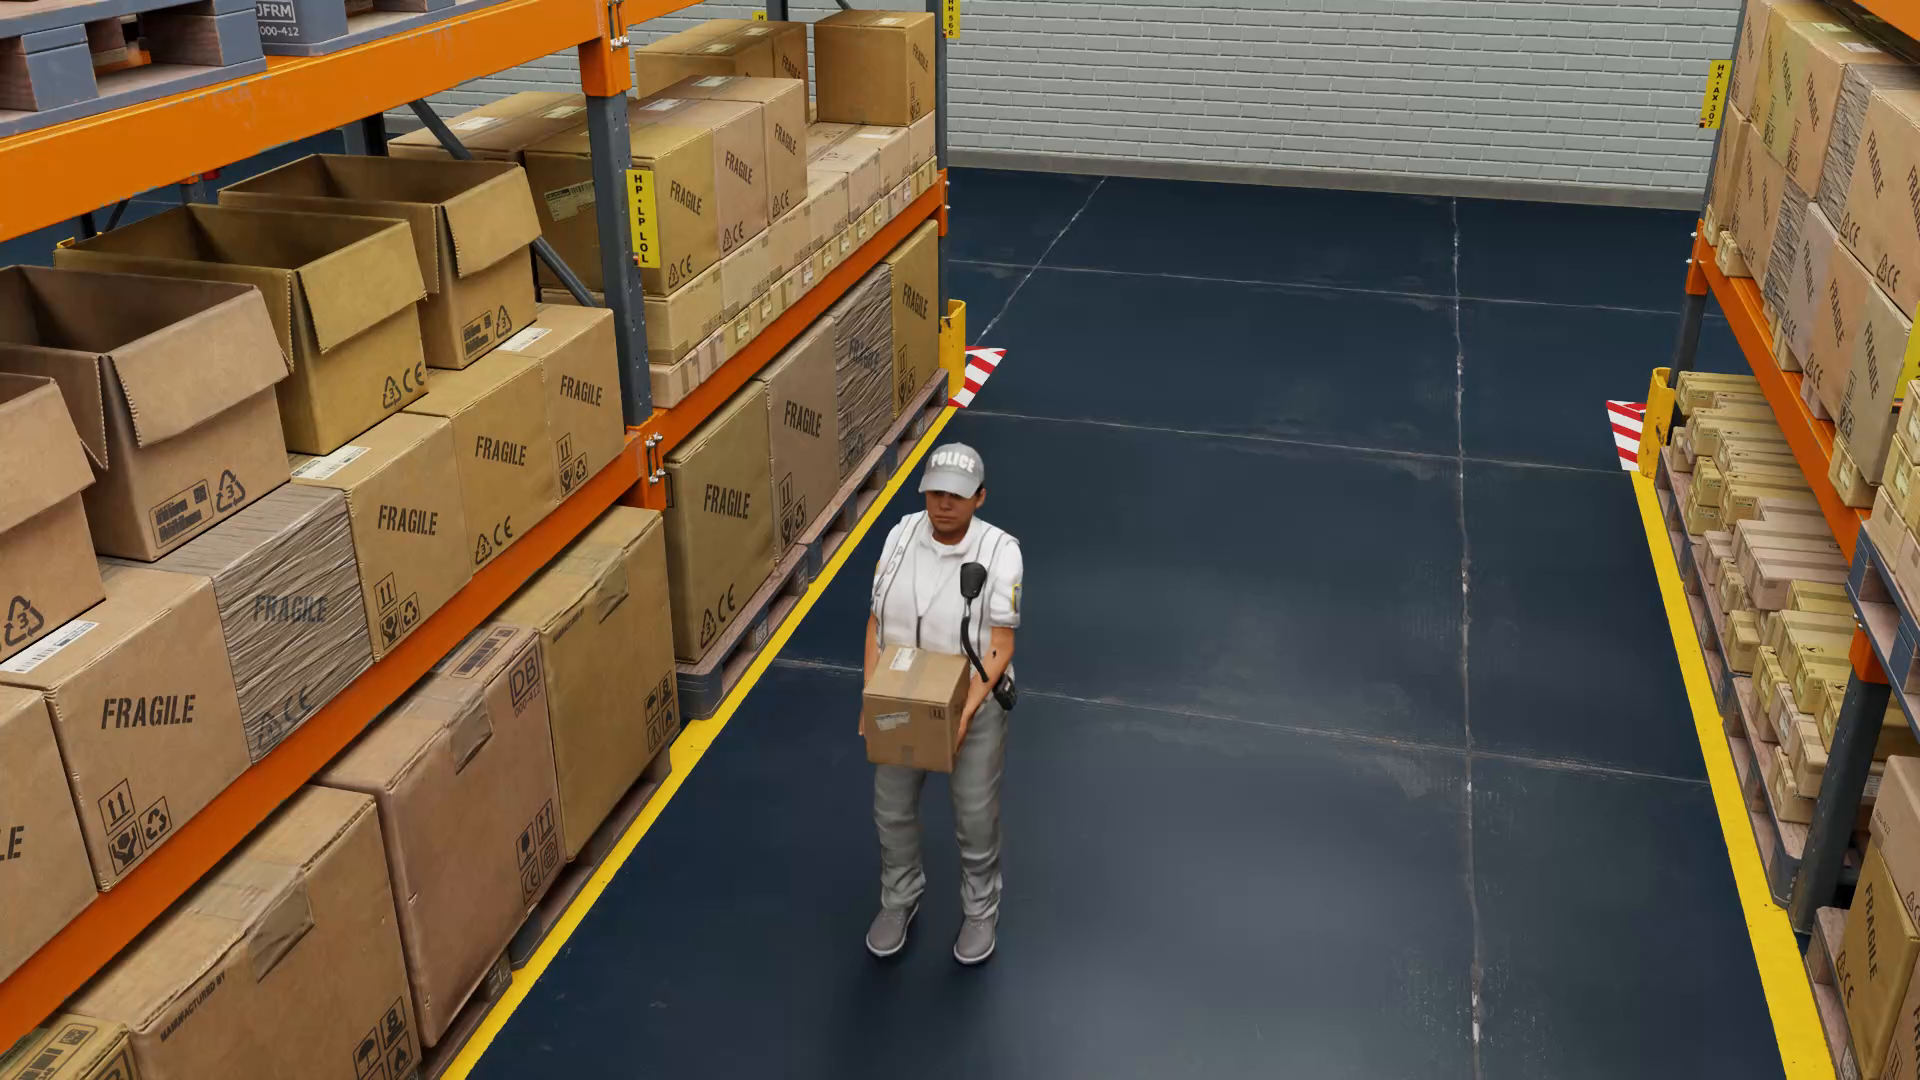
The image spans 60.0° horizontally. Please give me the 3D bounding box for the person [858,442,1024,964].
[{"bbox_3d":[-0.067,0.526,5.003,0.457,1.662,0.532,9,27,17],"label":"person"}]
